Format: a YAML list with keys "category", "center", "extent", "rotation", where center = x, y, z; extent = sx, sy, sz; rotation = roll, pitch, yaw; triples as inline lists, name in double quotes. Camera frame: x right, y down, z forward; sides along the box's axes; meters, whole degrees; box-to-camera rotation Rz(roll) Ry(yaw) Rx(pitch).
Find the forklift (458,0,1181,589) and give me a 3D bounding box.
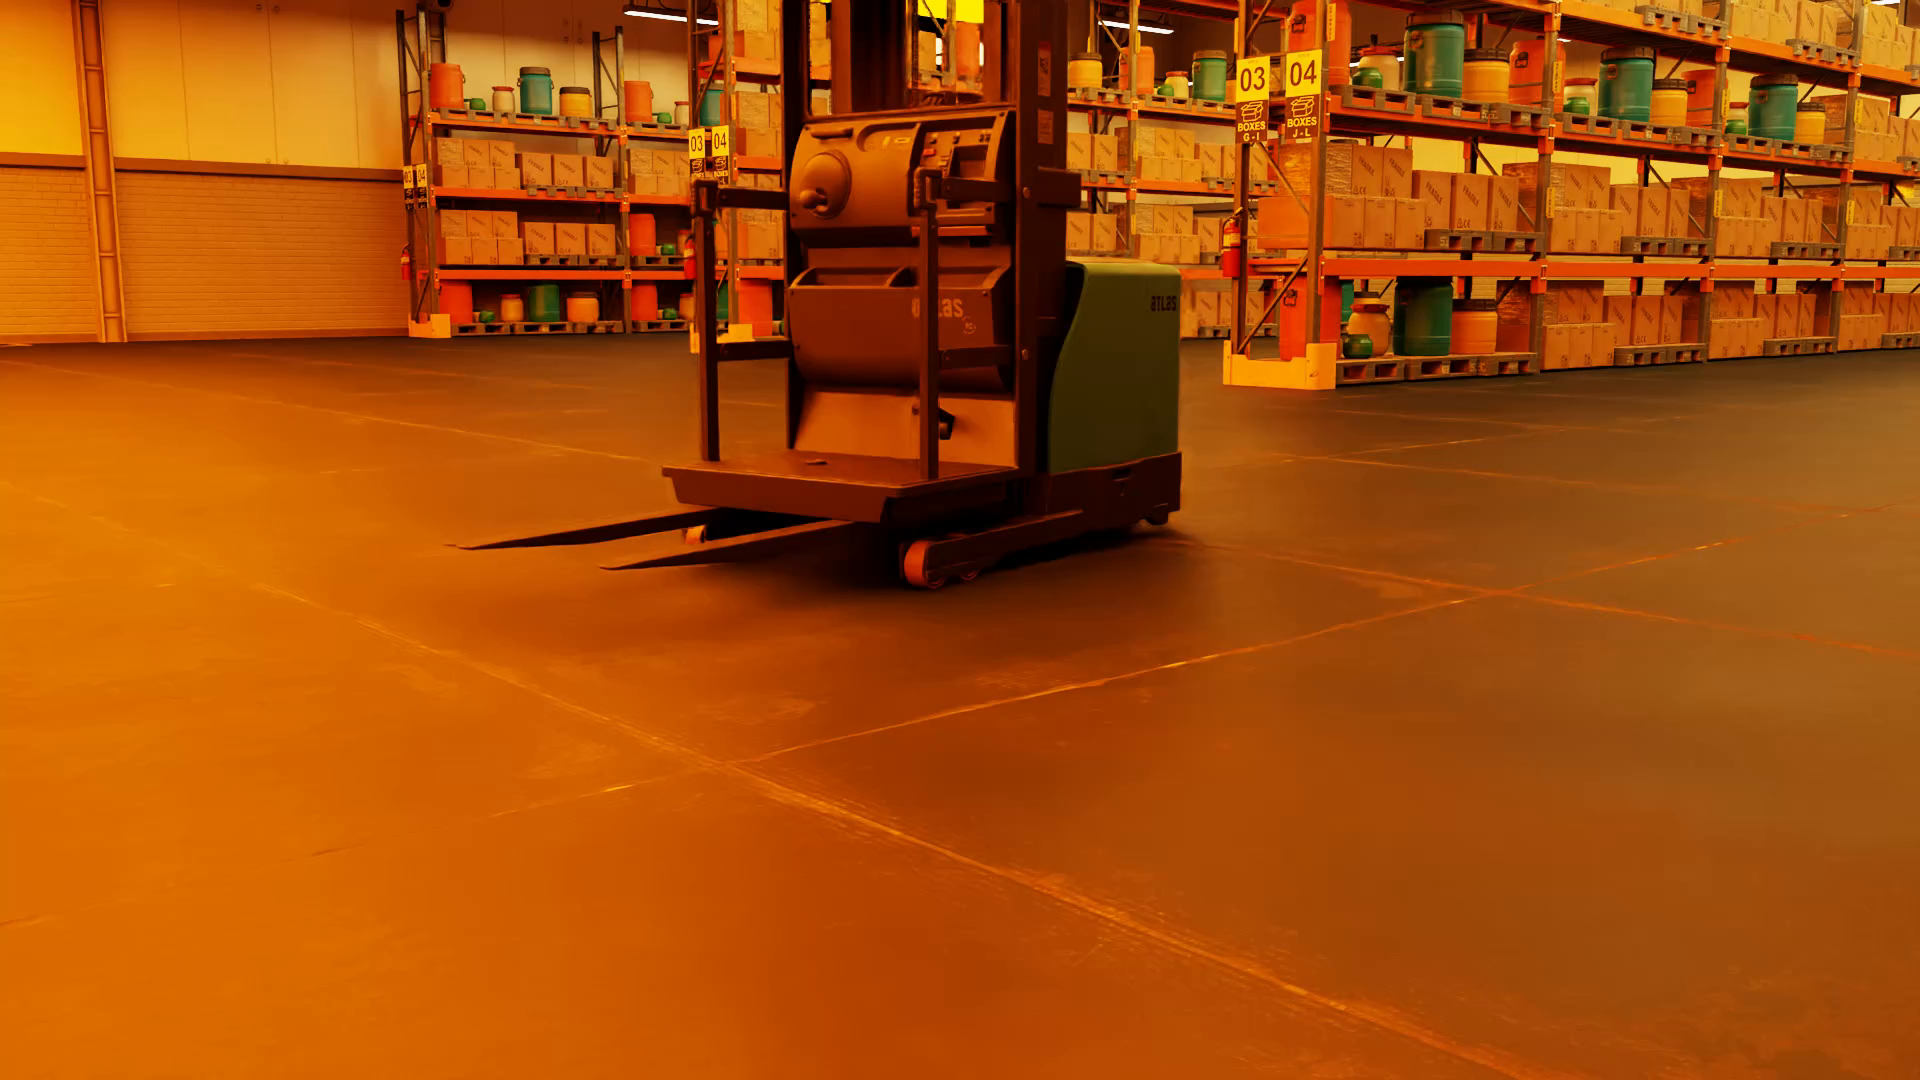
- category: "forklift"
  center: [-0.351, -1.369, 5.800]
  extent: [1.130, 2.935, 3.031]
  rotation: [6, 11, 35]
